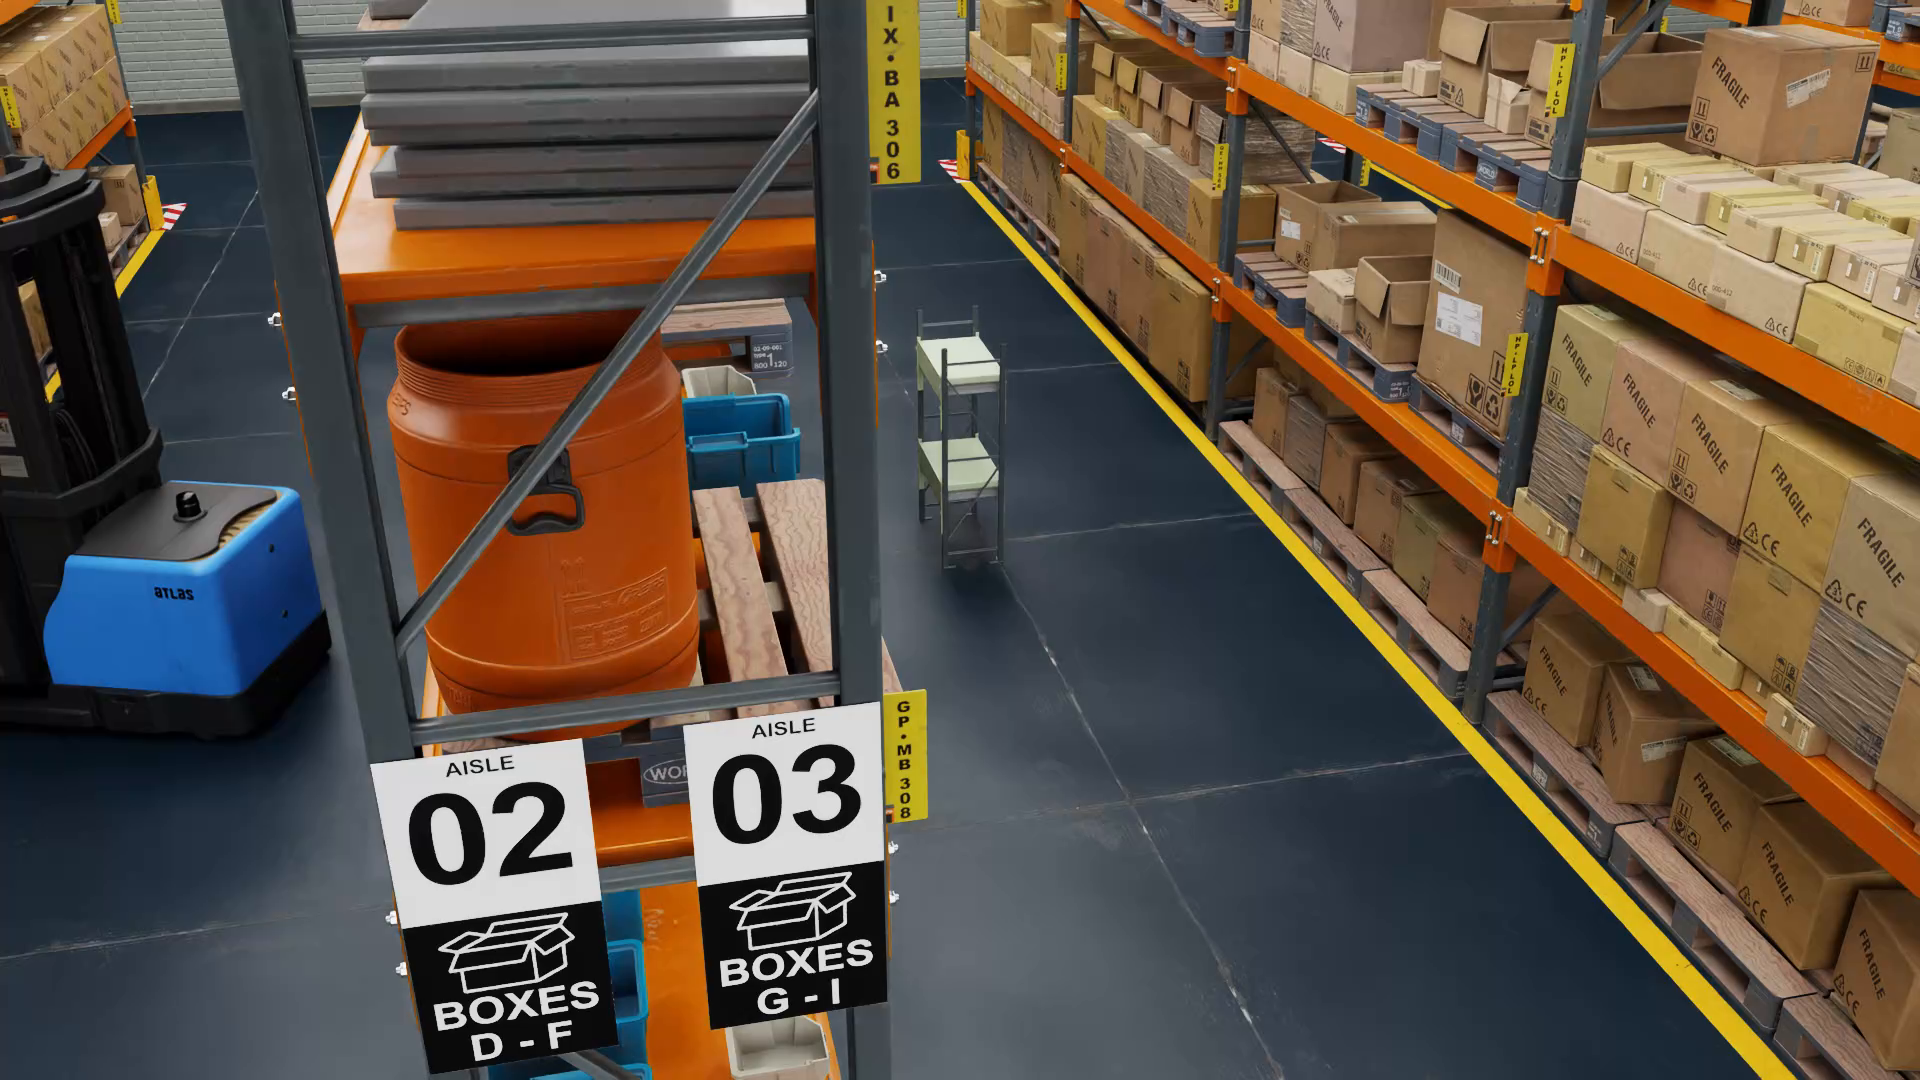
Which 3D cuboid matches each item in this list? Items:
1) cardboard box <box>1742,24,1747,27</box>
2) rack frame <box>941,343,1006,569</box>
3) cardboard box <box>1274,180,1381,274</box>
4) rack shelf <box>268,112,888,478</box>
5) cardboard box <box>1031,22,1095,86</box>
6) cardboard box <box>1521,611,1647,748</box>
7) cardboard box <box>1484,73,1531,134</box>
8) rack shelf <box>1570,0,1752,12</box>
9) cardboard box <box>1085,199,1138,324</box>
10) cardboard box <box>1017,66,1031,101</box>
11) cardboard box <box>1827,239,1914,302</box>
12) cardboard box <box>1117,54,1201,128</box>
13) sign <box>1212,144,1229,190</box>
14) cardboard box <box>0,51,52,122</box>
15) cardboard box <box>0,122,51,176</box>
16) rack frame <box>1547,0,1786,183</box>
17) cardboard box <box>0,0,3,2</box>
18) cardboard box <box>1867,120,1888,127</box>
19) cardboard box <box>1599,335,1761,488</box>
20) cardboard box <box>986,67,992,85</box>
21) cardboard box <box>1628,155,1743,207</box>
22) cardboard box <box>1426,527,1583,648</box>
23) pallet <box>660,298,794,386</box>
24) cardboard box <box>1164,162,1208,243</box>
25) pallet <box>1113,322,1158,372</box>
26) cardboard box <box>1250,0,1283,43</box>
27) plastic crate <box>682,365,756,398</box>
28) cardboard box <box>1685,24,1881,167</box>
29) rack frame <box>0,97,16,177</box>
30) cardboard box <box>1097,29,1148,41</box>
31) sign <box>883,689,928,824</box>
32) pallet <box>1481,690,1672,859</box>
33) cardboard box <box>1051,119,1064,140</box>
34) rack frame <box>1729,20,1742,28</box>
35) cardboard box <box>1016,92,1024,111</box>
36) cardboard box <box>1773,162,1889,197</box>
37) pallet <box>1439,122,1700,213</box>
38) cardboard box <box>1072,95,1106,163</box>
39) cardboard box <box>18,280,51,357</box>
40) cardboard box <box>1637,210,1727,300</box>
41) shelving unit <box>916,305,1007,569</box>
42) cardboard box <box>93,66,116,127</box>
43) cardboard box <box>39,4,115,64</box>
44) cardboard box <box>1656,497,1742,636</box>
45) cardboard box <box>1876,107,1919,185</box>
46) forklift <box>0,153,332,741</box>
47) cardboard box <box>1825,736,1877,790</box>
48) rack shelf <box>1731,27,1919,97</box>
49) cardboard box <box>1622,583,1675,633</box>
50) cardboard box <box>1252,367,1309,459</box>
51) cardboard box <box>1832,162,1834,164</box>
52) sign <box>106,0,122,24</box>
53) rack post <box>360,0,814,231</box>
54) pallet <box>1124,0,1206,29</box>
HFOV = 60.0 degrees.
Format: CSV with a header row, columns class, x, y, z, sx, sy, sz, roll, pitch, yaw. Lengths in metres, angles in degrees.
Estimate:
class,x,y,z,sx,sy,sz,roll,pitch,yaw
cardboard box,10.048,-6.480,20.495,0.500,0.500,0.500,-6,27,-12
rack frame,0.084,-0.506,10.434,0.400,1.500,0.023,-6,27,-12
cardboard box,2.528,-2.156,11.462,0.500,0.500,0.500,-9,28,-18
rack shelf,-1.106,-1.199,4.727,1.077,0.370,4.000,-6,27,-12
cardboard box,0.992,-4.709,16.101,0.500,0.500,0.500,-6,27,-11
cardboard box,3.320,0.707,8.675,0.500,0.500,0.500,-7,28,-13
cardboard box,2.959,-2.270,8.619,0.396,0.266,0.258,-5,27,-10
rack shelf,2.818,-3.458,9.202,1.077,0.370,4.000,-6,27,-12
cardboard box,1.831,-2.481,14.575,1.225,0.875,0.875,-7,28,-13
cardboard box,0.876,-4.597,16.712,0.500,0.250,0.500,-5,27,-11
cardboard box,3.463,-0.999,6.142,0.380,0.149,0.250,-5,27,-10
cardboard box,1.761,-3.823,14.118,0.797,0.503,0.637,-6,27,-11
sign,1.827,-2.616,11.666,0.100,0.325,0.005,-6,27,-12
cardboard box,-8.136,-3.862,14.198,0.500,0.500,0.500,-7,28,-13
cardboard box,-8.036,-3.205,14.006,0.500,0.500,0.500,-5,27,-10
rack frame,3.268,-3.079,7.210,1.000,3.000,0.127,-6,27,-12
cardboard box,-8.055,-4.419,13.361,0.500,0.250,0.500,-6,27,-12
cardboard box,7.244,-3.298,13.453,0.380,0.149,0.250,-7,28,-13
cardboard box,3.236,-0.582,7.370,0.500,0.500,0.500,-6,27,-12
cardboard box,0.500,-5.028,18.009,0.380,0.149,0.250,-6,27,-12
cardboard box,3.168,-1.567,7.268,0.380,0.149,0.250,-7,28,-14
cardboard box,3.151,0.247,9.565,0.700,0.500,0.500,-8,28,-16
pallet,-1.299,-0.846,6.324,1.213,0.211,1.003,-6,27,-12
cardboard box,1.908,-2.613,12.833,0.500,0.500,0.500,-6,27,-12
pallet,1.991,-1.800,14.429,1.003,0.211,1.213,-6,27,-12
cardboard box,2.222,-3.531,10.770,0.500,0.500,0.500,-6,27,-11
plastic crate,-0.802,-0.456,5.634,0.243,0.136,0.396,-6,27,-12
cardboard box,3.618,-1.969,7.344,0.500,0.500,0.500,-7,28,-13
rack frame,-8.187,-2.909,13.530,1.000,3.000,0.127,-6,27,-12
cardboard box,1.607,-4.550,15.786,0.500,0.500,0.500,-6,27,-12
sign,-0.119,0.461,3.516,0.100,0.325,0.005,-6,27,-12
pallet,3.454,1.135,8.613,1.003,0.211,1.213,-6,27,-12
cardboard box,1.078,-3.901,15.776,0.380,0.149,0.250,-6,27,-11
rack frame,10.219,-6.675,20.993,1.000,3.000,0.127,-6,27,-12
cardboard box,0.788,-4.466,16.894,0.380,0.149,0.250,-6,27,-12
cardboard box,3.735,-1.510,7.154,0.380,0.149,0.250,-7,28,-14
pallet,3.233,-1.938,8.487,1.213,0.211,1.003,-6,27,-12
cardboard box,1.326,-3.730,15.047,0.500,0.500,0.500,-6,27,-11
cardboard box,-7.796,-1.802,13.623,0.500,0.500,0.500,-6,27,-12
cardboard box,3.244,-1.218,7.018,0.500,0.250,0.500,-6,27,-12
shelving unit,0.002,-0.667,10.753,0.431,1.500,0.755,-6,27,-12
cardboard box,-8.602,-4.313,16.202,0.500,0.500,0.500,-6,27,-11
cardboard box,-8.720,-4.988,16.430,0.500,0.500,0.500,-6,27,-12
cardboard box,3.599,0.058,7.212,0.875,0.500,0.500,-6,27,-12
cardboard box,7.314,-2.909,12.311,0.700,0.500,0.500,-6,27,-12
forklift,-5.226,-0.520,8.874,3.031,2.935,1.130,4,27,7
cardboard box,3.607,0.816,6.430,0.380,0.149,0.250,-6,27,-12
rack shelf,10.670,-5.476,19.416,1.077,0.370,4.000,-6,27,-12
cardboard box,3.233,0.277,7.498,0.380,0.149,0.250,-6,27,-12
cardboard box,2.537,-0.945,11.927,0.700,0.500,0.500,-7,28,-14
cardboard box,7.258,-3.026,13.576,0.380,0.149,0.250,-5,27,-9
sign,-8.543,-5.370,16.772,0.100,0.325,0.005,-6,27,-12
rack post,-0.702,-0.942,3.530,0.937,0.300,0.954,-3,27,-6
pallet,1.915,-4.180,12.929,1.003,0.211,1.213,-5,27,-9
